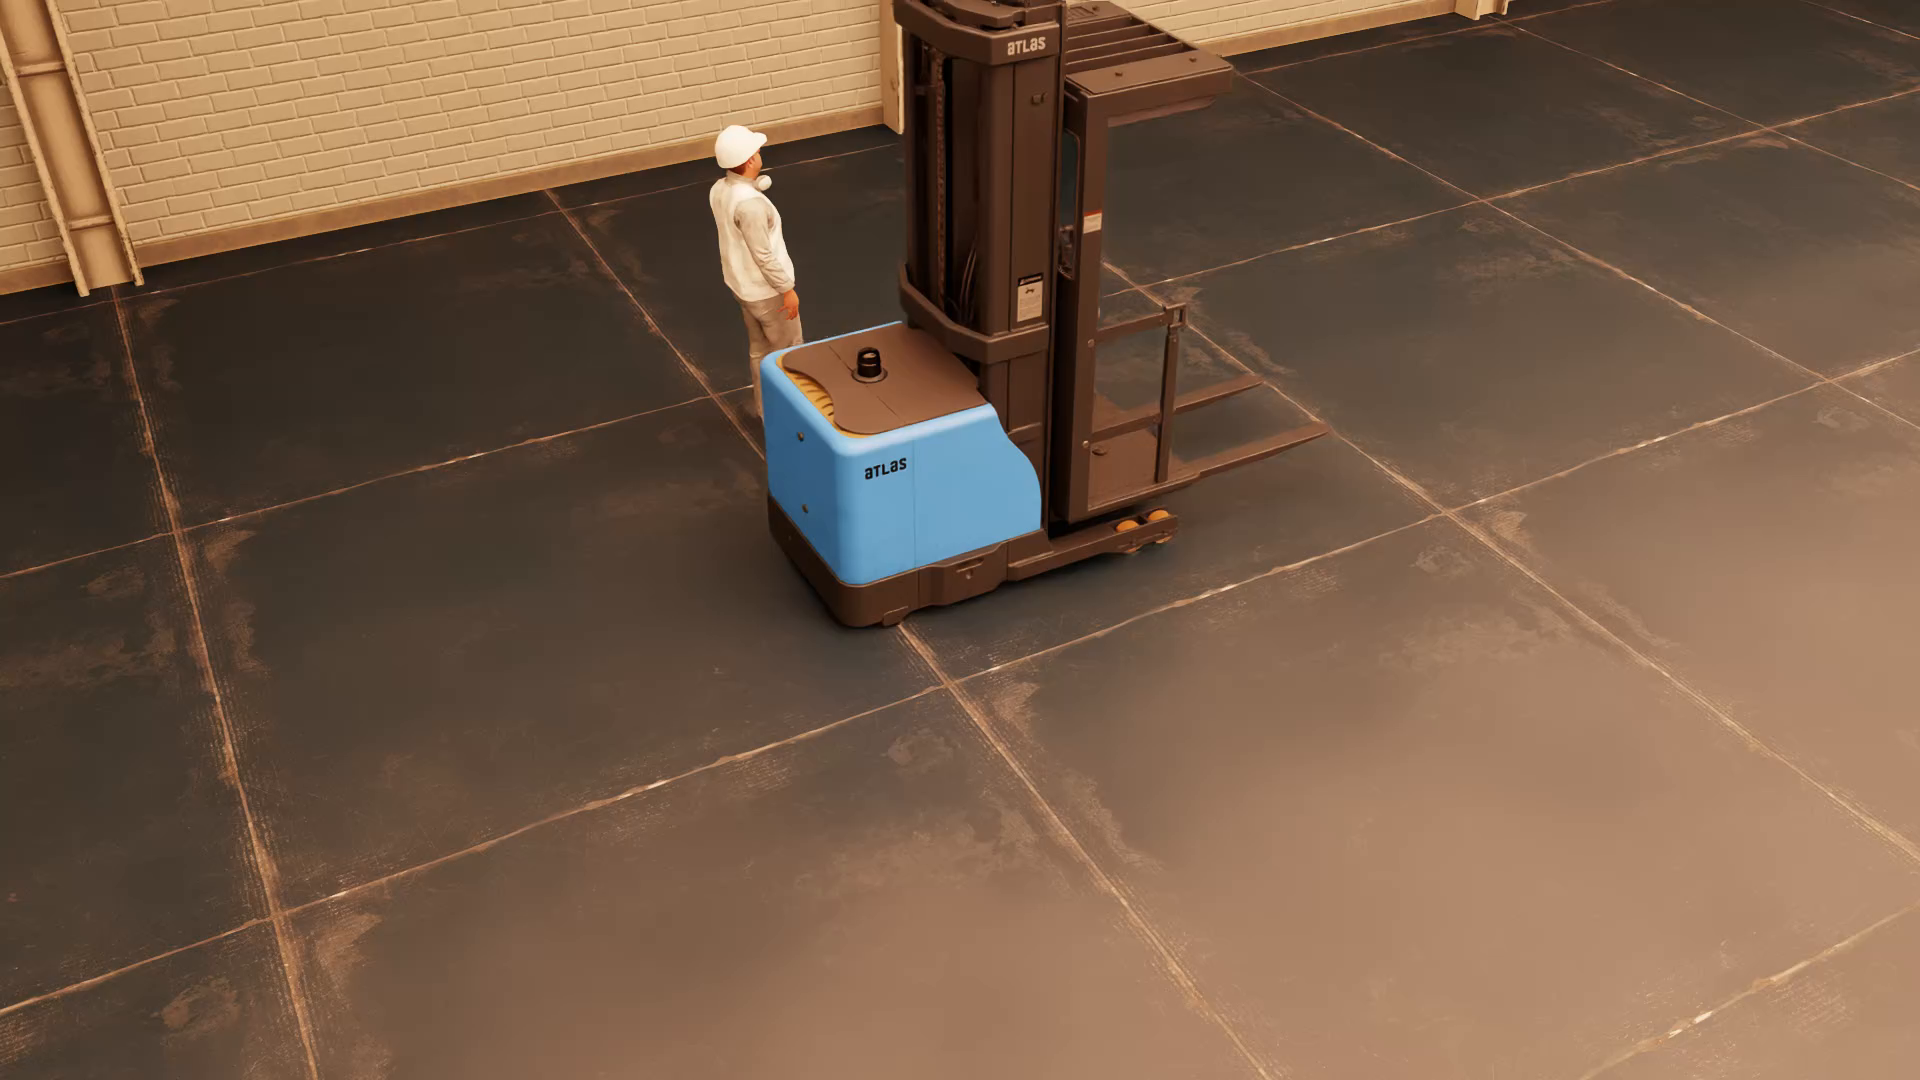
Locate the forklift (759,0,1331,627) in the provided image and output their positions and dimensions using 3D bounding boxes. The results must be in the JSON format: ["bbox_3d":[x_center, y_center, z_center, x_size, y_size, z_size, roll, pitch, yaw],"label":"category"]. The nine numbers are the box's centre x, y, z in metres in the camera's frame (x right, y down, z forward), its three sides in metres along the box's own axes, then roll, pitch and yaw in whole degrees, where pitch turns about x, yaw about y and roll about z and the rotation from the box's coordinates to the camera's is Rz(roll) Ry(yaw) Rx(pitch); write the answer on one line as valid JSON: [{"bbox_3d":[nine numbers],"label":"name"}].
[{"bbox_3d":[0.553,-1.381,8.077,3.031,2.935,1.130,-17,39,-23],"label":"forklift"}]

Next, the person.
[{"bbox_3d":[-1.026,-1.433,9.140,0.567,1.773,0.633,-19,39,-24],"label":"person"}]
